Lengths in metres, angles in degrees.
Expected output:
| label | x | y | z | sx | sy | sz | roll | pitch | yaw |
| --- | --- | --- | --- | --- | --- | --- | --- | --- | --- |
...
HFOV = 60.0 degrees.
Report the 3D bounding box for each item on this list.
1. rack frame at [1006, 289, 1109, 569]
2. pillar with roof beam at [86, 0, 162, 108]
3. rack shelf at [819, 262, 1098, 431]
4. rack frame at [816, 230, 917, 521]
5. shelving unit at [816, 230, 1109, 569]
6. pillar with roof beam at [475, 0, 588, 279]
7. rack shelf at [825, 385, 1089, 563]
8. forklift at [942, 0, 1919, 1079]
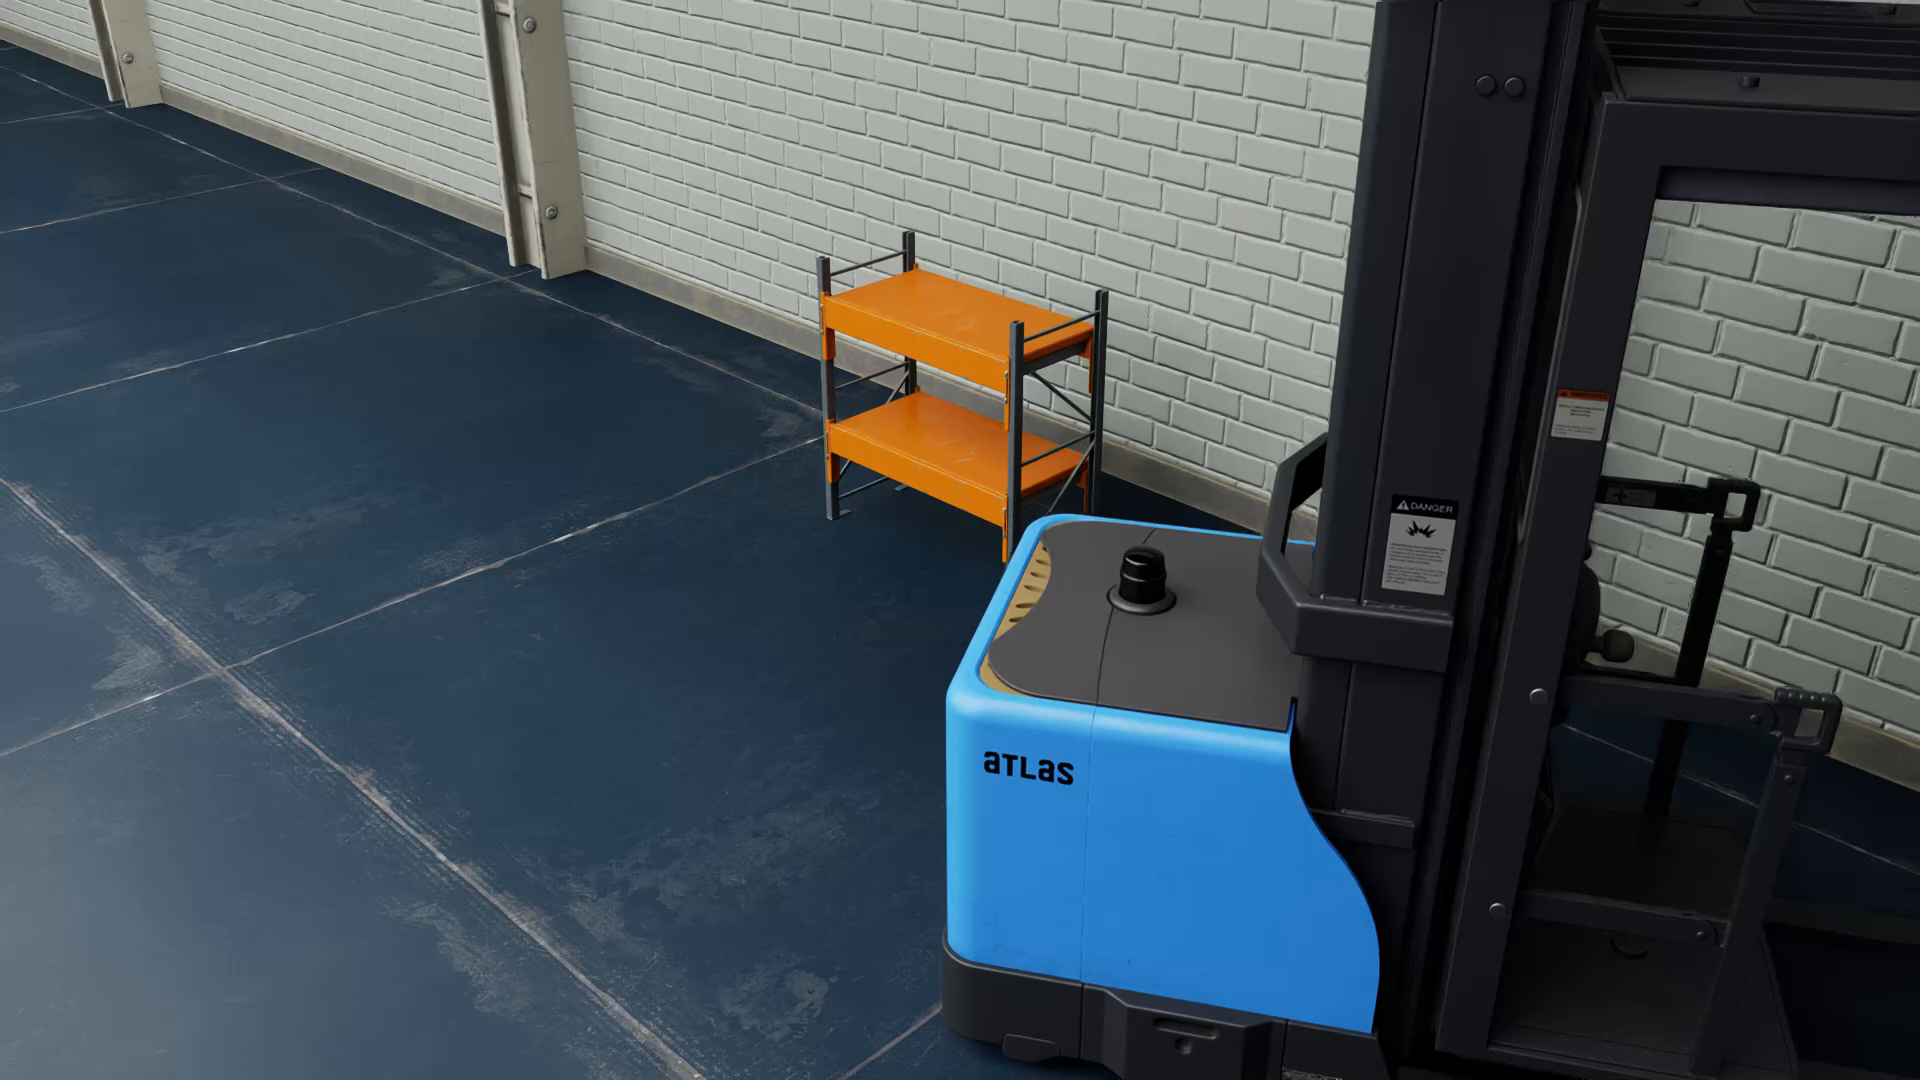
| label | x | y | z | sx | sy | sz | roll | pitch | yaw |
| --- | --- | --- | --- | --- | --- | --- | --- | --- | --- |
| rack frame | 0.358 | -0.334 | 6.177 | 0.032 | 1.125 | 0.500 | 25 | 36 | 38 |
| pillar with roof beam | -9.719 | -6.133 | 8.744 | 0.400 | 9.000 | 9.100 | 25 | 36 | 38 |
| rack shelf | -0.005 | -0.759 | 6.356 | 1.000 | 0.278 | 0.538 | 25 | 36 | 38 |
| rack frame | -0.367 | -0.666 | 6.808 | 0.032 | 1.125 | 0.500 | 25 | 36 | 38 |
| shelving unit | -0.005 | -0.500 | 6.492 | 1.048 | 1.125 | 0.538 | 25 | 36 | 38 |
| pillar with roof beam | -5.440 | -4.175 | 5.021 | 0.400 | 9.000 | 9.100 | 25 | 36 | 38 |
| rack shelf | -0.005 | -0.284 | 6.606 | 1.000 | 0.278 | 0.538 | 25 | 36 | 38 |
| forklift | 1.529 | -0.044 | 3.685 | 3.031 | 2.935 | 1.130 | 7 | 29 | 13 |
